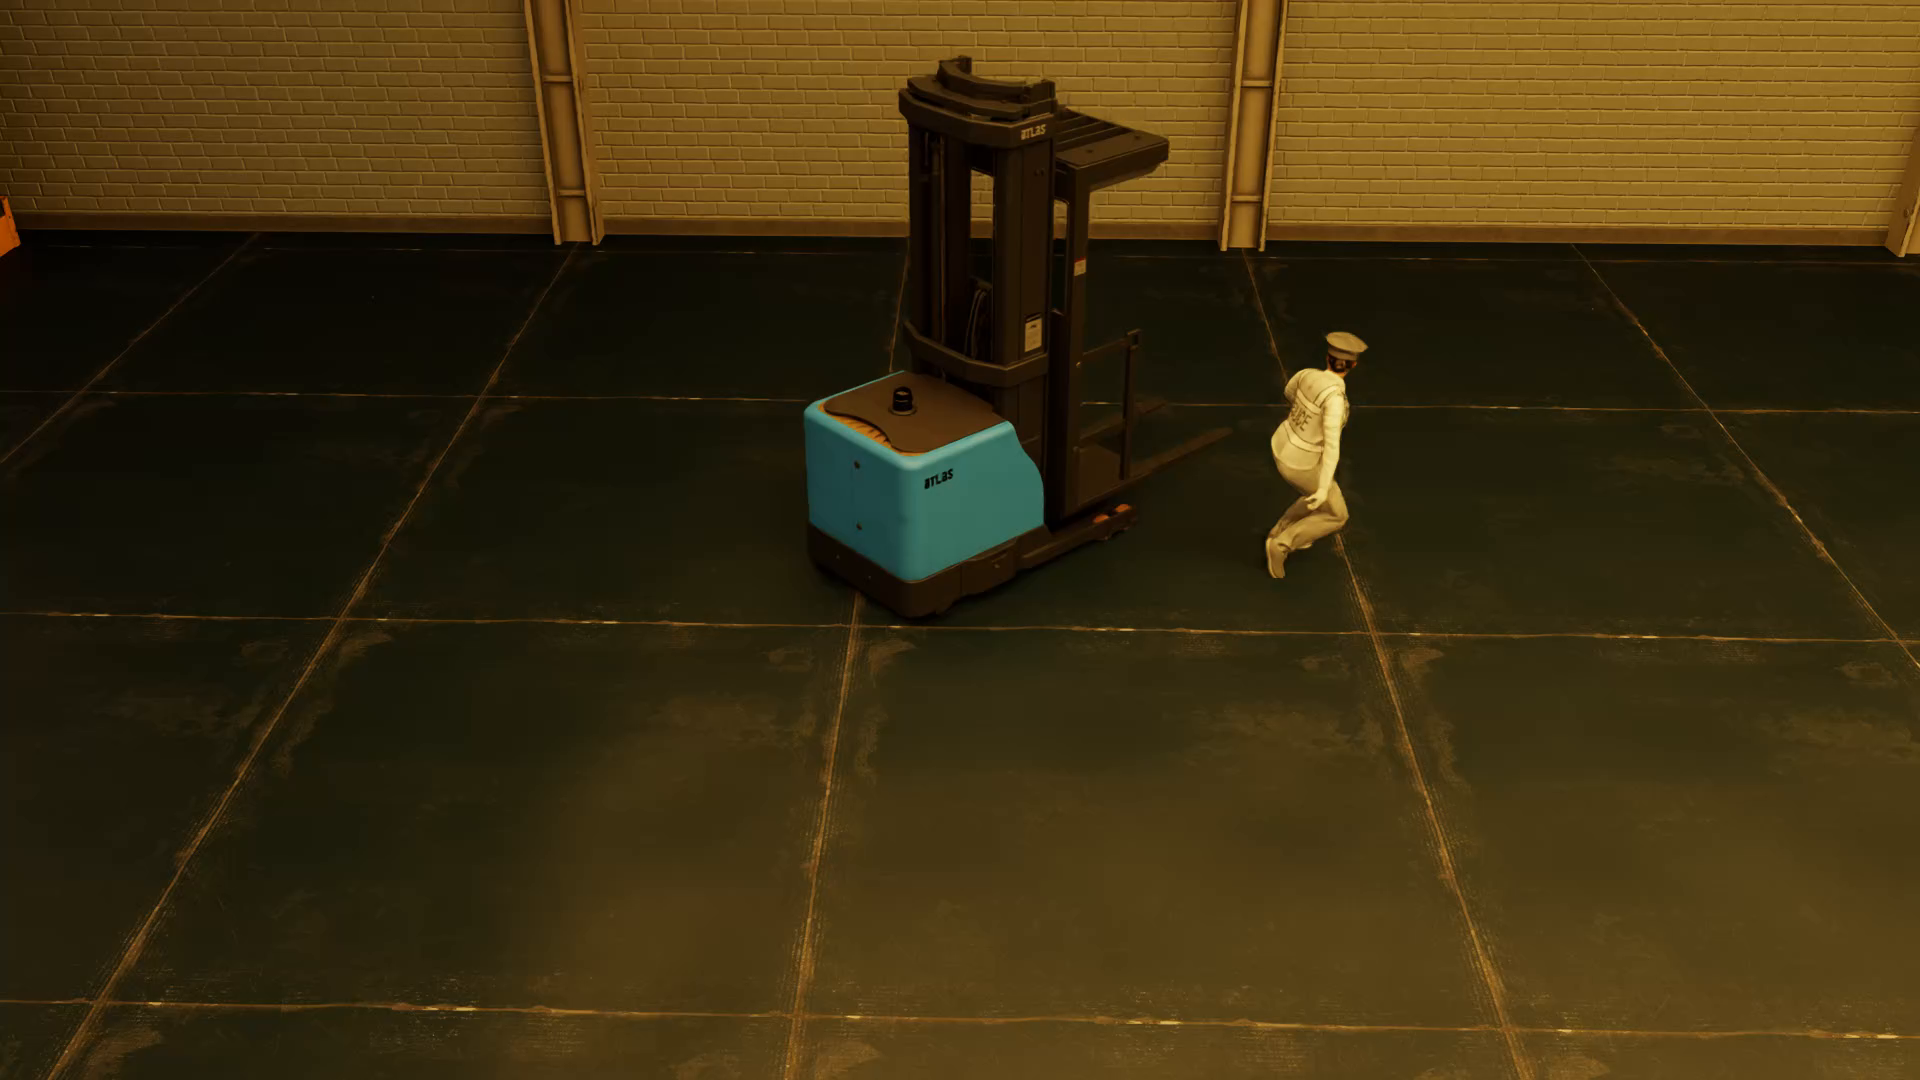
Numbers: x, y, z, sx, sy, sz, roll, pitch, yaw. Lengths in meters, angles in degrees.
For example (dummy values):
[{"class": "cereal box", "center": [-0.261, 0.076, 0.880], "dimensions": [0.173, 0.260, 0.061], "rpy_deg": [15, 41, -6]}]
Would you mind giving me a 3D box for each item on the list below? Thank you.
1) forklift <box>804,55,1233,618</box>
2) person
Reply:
[{"class": "forklift", "center": [0.509, -1.438, 10.053], "dimensions": [3.031, 2.935, 1.130], "rpy_deg": [-24, 38, -35]}, {"class": "person", "center": [2.095, -0.477, 9.889], "dimensions": [0.521, 1.510, 0.893], "rpy_deg": [-1, 31, -2]}]
